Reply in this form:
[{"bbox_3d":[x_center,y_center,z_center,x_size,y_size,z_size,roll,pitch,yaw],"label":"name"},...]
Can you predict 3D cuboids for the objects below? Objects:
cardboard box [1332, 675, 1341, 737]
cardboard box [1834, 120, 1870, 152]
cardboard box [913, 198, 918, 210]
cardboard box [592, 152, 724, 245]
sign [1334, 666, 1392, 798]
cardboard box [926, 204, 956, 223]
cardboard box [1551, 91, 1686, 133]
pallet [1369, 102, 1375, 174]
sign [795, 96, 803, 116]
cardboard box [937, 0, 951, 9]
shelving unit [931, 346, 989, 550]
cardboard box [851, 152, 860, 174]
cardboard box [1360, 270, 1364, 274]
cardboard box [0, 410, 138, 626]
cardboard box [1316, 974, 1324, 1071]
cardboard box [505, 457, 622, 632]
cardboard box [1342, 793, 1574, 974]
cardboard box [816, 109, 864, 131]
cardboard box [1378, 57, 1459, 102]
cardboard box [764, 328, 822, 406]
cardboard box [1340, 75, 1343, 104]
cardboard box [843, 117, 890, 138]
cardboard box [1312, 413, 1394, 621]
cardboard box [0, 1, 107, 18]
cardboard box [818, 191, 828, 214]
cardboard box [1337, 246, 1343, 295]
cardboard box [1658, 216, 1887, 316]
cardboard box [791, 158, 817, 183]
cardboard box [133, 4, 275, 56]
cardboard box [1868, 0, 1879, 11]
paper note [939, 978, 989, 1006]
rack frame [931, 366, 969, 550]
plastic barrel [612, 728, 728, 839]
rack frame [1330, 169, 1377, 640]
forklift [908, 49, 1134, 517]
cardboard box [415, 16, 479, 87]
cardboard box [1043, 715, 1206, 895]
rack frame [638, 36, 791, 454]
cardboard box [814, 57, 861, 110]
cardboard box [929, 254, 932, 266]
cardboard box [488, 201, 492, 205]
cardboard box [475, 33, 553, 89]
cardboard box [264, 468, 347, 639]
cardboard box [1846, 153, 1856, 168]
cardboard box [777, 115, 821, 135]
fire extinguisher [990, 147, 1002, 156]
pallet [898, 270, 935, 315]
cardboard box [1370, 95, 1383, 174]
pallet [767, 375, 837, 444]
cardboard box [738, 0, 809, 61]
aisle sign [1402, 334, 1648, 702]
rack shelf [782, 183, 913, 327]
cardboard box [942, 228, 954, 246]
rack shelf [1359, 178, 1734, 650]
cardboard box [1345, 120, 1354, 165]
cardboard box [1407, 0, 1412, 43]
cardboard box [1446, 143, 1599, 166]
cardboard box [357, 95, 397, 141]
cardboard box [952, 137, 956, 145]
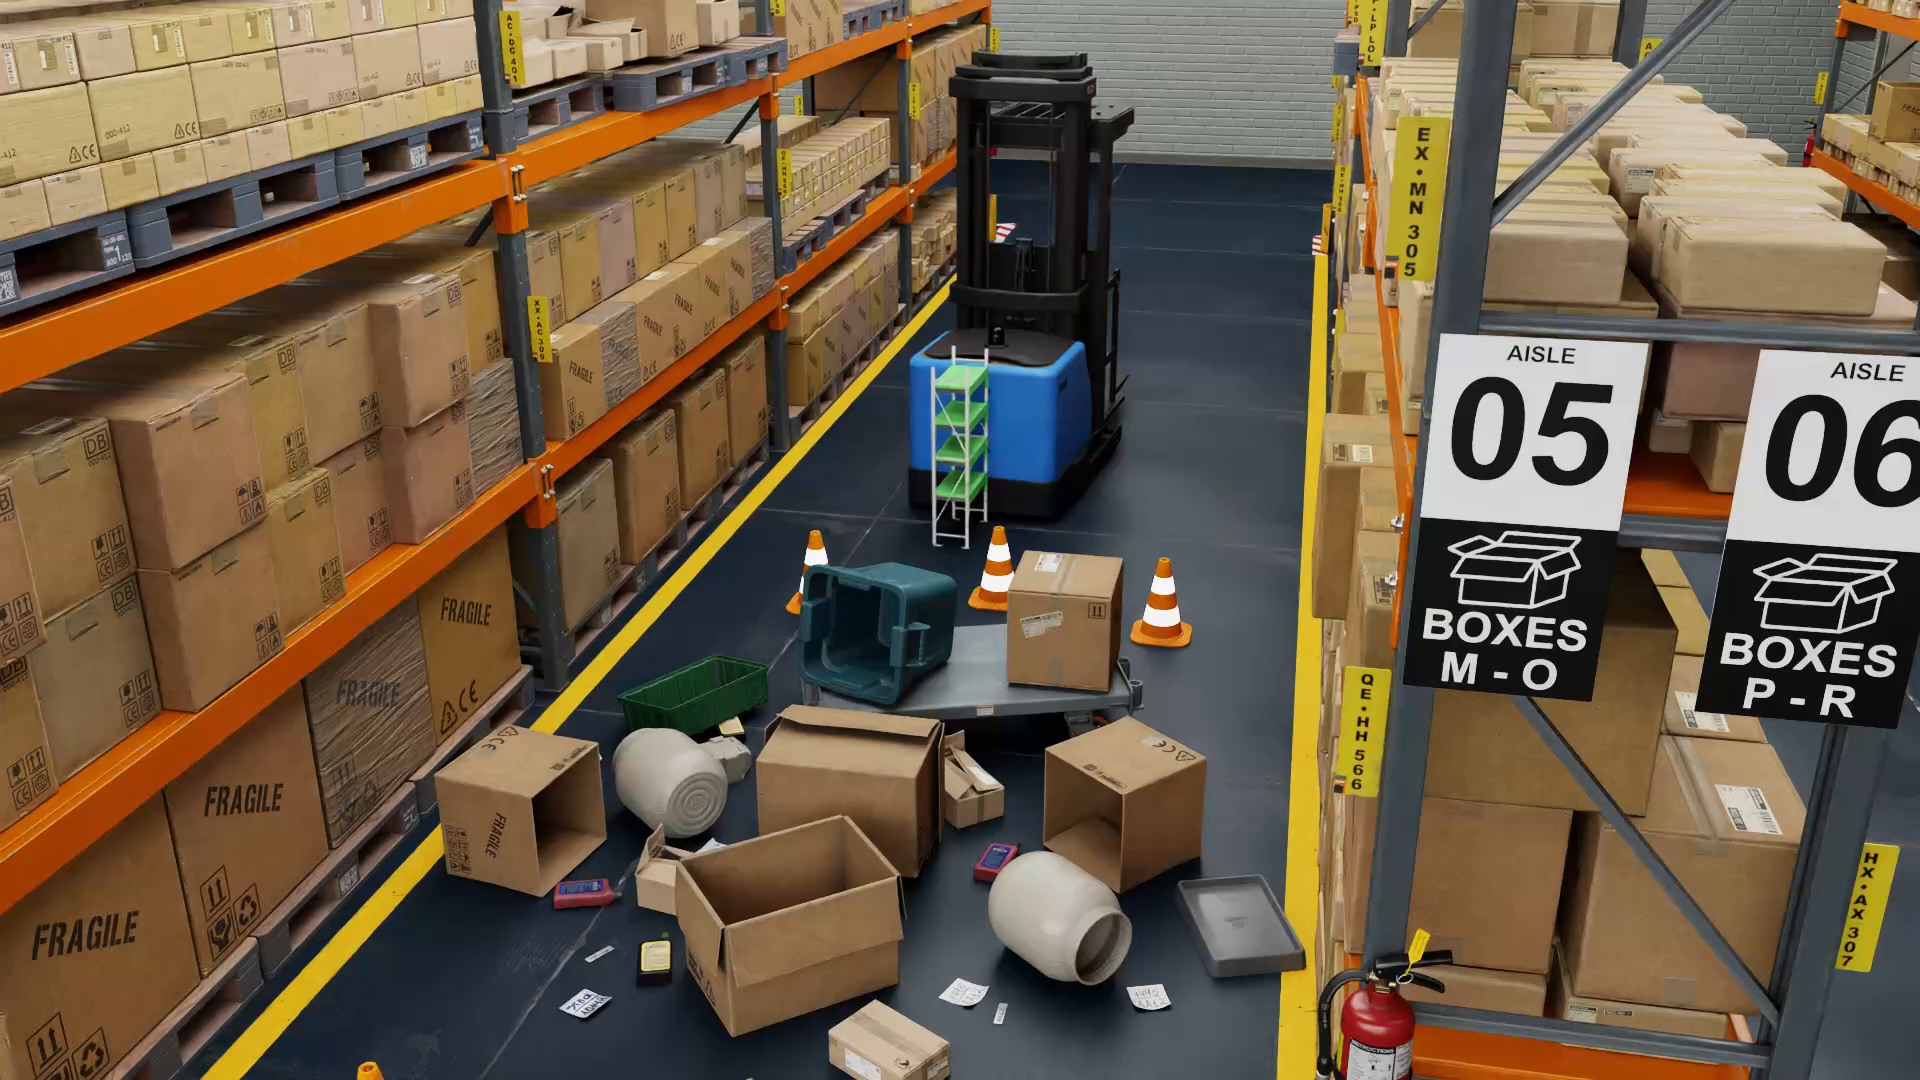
[{"bbox_3d":[1.645,0.663,6.438,0.380,0.149,0.250,6,23,14],"label":"cardboard box"},{"bbox_3d":[9.119,-4.042,16.677,0.500,0.250,0.500,5,22,11],"label":"cardboard box"},{"bbox_3d":[-0.673,-3.714,18.518,0.380,0.149,0.250,3,22,8],"label":"cardboard box"},{"bbox_3d":[-1.984,-2.257,10.969,0.700,0.500,0.500,4,22,10],"label":"cardboard box"},{"bbox_3d":[0.914,0.438,3.778,0.100,0.325,0.005,4,22,11],"label":"sign"},{"bbox_3d":[-0.160,-3.572,18.165,0.380,0.149,0.250,5,23,13],"label":"cardboard box"},{"bbox_3d":[2.221,-1.422,5.622,0.380,0.149,0.250,4,22,10],"label":"cardboard box"},{"bbox_3d":[2.499,-1.814,7.578,1.213,0.211,1.003,4,22,11],"label":"pallet"},{"bbox_3d":[-1.498,-3.998,15.607,0.100,0.325,0.005,4,22,11],"label":"sign"},{"bbox_3d":[-0.393,-5.402,16.436,0.500,0.250,0.500,5,23,13],"label":"cardboard box"},{"bbox_3d":[0.003,-0.597,10.729,0.258,1.200,0.503,6,23,14],"label":"shelving unit"},{"bbox_3d":[-1.065,-3.231,14.237,0.380,0.149,0.250,3,22,8],"label":"cardboard box"},{"bbox_3d":[2.239,-1.039,8.323,0.500,0.500,0.500,5,22,11],"label":"cardboard box"},{"bbox_3d":[-3.278,-0.081,5.392,0.875,0.550,0.550,4,22,11],"label":"cardboard box"},{"bbox_3d":[1.468,1.747,5.620,0.500,0.250,0.500,5,22,11],"label":"cardboard box"},{"bbox_3d":[-2.559,-0.017,9.330,1.050,0.750,0.750,4,22,11],"label":"cardboard box"},{"bbox_3d":[1.294,0.767,4.401,0.500,0.500,0.500,4,22,10],"label":"cardboard box"},{"bbox_3d":[-1.143,-3.941,16.091,0.500,0.500,0.500,4,22,11],"label":"cardboard box"},{"bbox_3d":[1.885,-1.846,6.676,0.380,0.149,0.250,4,22,10],"label":"cardboard box"},{"bbox_3d":[-1.387,-1.370,13.023,0.500,0.500,0.500,4,22,9],"label":"cardboard box"},{"bbox_3d":[4.145,-4.658,16.933,0.500,0.500,0.500,4,22,11],"label":"cardboard box"},{"bbox_3d":[-0.856,-3.750,15.128,0.380,0.149,0.250,5,23,13],"label":"cardboard box"},{"bbox_3d":[1.457,-0.059,5.115,0.700,0.500,0.500,4,22,10],"label":"cardboard box"},{"bbox_3d":[-3.315,-1.854,6.001,0.380,0.149,0.250,4,22,11],"label":"cardboard box"},{"bbox_3d":[-1.277,-2.715,13.353,0.380,0.149,0.250,5,23,13],"label":"cardboard box"},{"bbox_3d":[2.934,-1.890,11.731,0.500,0.250,0.500,4,22,9],"label":"cardboard box"},{"bbox_3d":[1.725,-0.588,3.552,0.380,0.149,0.250,4,22,11],"label":"cardboard box"},{"bbox_3d":[-1.336,-2.888,12.987,0.380,0.149,0.250,4,22,9],"label":"cardboard box"},{"bbox_3d":[-2.669,-1.805,5.877,0.380,0.149,0.250,5,22,12],"label":"cardboard box"},{"bbox_3d":[9.037,-5.206,16.085,0.380,0.149,0.250,5,22,12],"label":"cardboard box"},{"bbox_3d":[0.017,1.757,6.465,0.148,0.019,0.142,13,25,29],"label":"paper note"},{"bbox_3d":[-0.060,-0.508,10.510,0.240,1.200,0.015,6,23,14],"label":"rack frame"},{"bbox_3d":[-1.327,1.095,7.569,0.421,0.421,0.512,-16,27,-35],"label":"plastic barrel"},{"bbox_3d":[2.269,-0.292,7.563,1.000,3.000,0.127,4,22,11],"label":"rack frame"},{"bbox_3d":[0.591,-2.030,11.972,1.130,2.935,3.031,7,23,17],"label":"forklift"},{"bbox_3d":[-2.446,-2.134,7.227,0.500,0.250,0.500,4,22,10],"label":"cardboard box"},{"bbox_3d":[0.718,1.155,7.314,0.500,0.500,0.500,-16,27,-35],"label":"cardboard box"},{"bbox_3d":[-1.781,-2.095,12.040,1.000,3.000,0.127,4,22,11],"label":"rack frame"},{"bbox_3d":[-1.134,-4.399,15.890,0.500,0.500,0.500,4,22,9],"label":"cardboard box"},{"bbox_3d":[-0.498,-2.929,17.365,0.380,0.149,0.250,4,22,9],"label":"cardboard box"},{"bbox_3d":[-5.403,-3.747,18.423,0.875,0.875,0.875,4,22,11],"label":"cardboard box"},{"bbox_3d":[-2.230,-2.404,8.276,0.258,0.266,0.396,4,22,10],"label":"cardboard box"},{"bbox_3d":[-2.986,0.027,6.571,0.875,0.550,0.500,4,22,11],"label":"cardboard box"},{"bbox_3d":[9.104,-3.804,16.621,0.380,0.149,0.250,5,23,13],"label":"cardboard box"},{"bbox_3d":[-1.496,-3.803,15.259,0.380,0.149,0.250,6,23,14],"label":"cardboard box"},{"bbox_3d":[0.355,-4.869,19.530,0.296,0.674,0.183,4,22,11],"label":"fire extinguisher"},{"bbox_3d":[-0.862,-2.513,16.810,1.003,0.211,1.213,4,22,11],"label":"pallet"},{"bbox_3d":[1.911,-1.611,6.627,0.500,0.250,0.500,4,22,10],"label":"cardboard box"},{"bbox_3d":[-1.620,-1.087,13.271,1.003,0.211,1.213,4,22,11],"label":"pallet"},{"bbox_3d":[-1.404,-3.721,11.929,0.500,0.500,0.500,4,22,11],"label":"cardboard box"},{"bbox_3d":[1.156,-0.034,3.443,0.394,0.787,0.004,4,22,11],"label":"aisle sign"},{"bbox_3d":[-1.373,-2.493,13.991,1.077,0.370,4.000,4,22,11],"label":"rack shelf"},{"bbox_3d":[-0.274,-3.241,17.741,0.380,0.149,0.250,5,22,11],"label":"cardboard box"},{"bbox_3d":[1.861,-0.618,5.321,1.077,0.370,4.000,4,22,11],"label":"rack shelf"},{"bbox_3d":[3.139,-2.843,12.426,0.500,0.500,0.500,4,22,11],"label":"cardboard box"},{"bbox_3d":[2.449,-2.637,8.340,0.500,0.250,0.500,5,22,12],"label":"cardboard box"},{"bbox_3d":[1.516,-0.984,4.535,0.380,0.149,0.250,4,22,11],"label":"cardboard box"},{"bbox_3d":[-2.513,-1.710,6.710,0.380,0.149,0.250,5,22,11],"label":"cardboard box"},{"bbox_3d":[-0.174,-4.393,18.083,0.380,0.149,0.250,3,22,9],"label":"cardboard box"}]
